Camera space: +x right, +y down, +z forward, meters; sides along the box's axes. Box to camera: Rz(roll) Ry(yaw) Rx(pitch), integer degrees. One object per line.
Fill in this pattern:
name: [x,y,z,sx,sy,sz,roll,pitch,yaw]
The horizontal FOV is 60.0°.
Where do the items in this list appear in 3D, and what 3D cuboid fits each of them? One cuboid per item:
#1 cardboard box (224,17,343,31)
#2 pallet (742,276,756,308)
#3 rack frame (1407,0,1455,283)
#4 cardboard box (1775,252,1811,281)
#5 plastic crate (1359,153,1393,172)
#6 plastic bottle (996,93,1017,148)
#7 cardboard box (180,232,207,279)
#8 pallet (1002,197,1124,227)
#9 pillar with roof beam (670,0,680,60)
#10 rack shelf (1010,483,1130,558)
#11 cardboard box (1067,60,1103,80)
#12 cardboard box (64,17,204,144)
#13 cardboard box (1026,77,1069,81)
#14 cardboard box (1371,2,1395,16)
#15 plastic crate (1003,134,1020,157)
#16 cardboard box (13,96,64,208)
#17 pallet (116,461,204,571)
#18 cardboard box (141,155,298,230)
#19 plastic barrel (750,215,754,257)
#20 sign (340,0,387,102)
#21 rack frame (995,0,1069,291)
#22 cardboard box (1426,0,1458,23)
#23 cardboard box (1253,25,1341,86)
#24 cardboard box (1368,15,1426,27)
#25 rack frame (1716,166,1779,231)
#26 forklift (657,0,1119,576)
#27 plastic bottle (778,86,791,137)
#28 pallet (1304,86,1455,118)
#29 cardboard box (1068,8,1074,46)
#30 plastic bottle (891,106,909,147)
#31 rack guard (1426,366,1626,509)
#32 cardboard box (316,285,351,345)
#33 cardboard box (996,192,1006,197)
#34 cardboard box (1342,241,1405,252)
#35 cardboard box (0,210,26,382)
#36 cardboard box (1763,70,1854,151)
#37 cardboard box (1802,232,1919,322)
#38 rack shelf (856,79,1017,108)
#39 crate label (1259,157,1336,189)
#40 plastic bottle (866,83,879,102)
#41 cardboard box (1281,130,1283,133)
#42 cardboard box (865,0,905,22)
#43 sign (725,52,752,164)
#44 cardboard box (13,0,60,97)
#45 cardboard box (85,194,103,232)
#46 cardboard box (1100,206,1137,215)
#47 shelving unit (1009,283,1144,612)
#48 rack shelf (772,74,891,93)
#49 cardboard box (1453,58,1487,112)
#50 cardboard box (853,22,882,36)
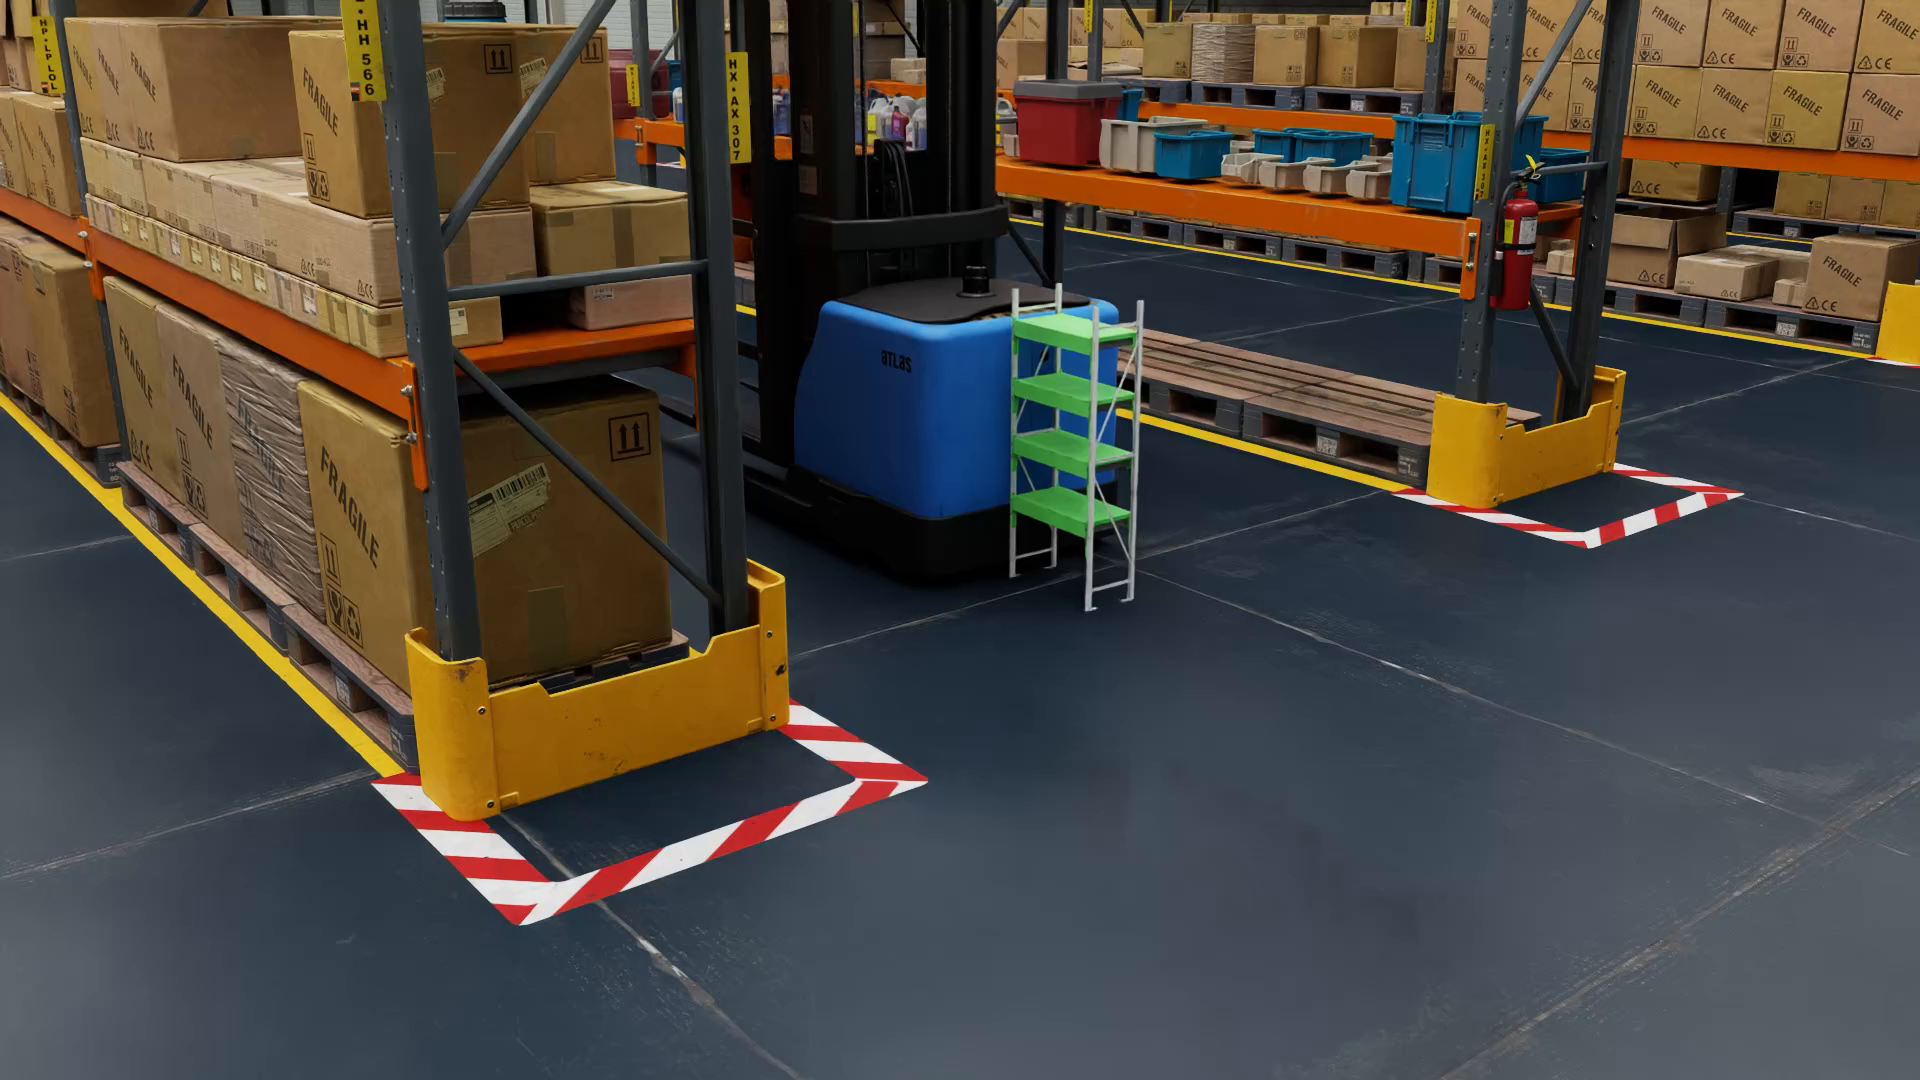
cardboard box: [-2.801,-1.979,7.139,0.500,0.500,0.500,-14,23,-36]
pallet: [-0.929,-1.880,12.704,1.003,0.211,1.213,-14,23,-36]
rack frame: [4.164,-3.671,13.676,1.000,3.000,0.127,-14,23,-36]
cardboard box: [6.222,-1.901,12.006,0.500,0.250,0.500,-14,23,-36]
plastic crate: [2.312,-2.010,8.984,0.250,0.136,0.298,-14,23,-36]
plastic bottle: [0.289,-2.841,11.250,0.144,0.351,0.185,-14,23,-36]
cardboard box: [-2.712,-1.097,6.304,0.380,0.149,0.250,-15,23,-38]
pallet: [1.200,-3.543,17.726,1.003,0.211,1.213,-14,23,-36]
pillar with roof beam: [-9.119,-12.556,30.967,9.100,9.000,0.400,-14,23,-36]
rack shelf: [0.449,-0.084,6.675,0.258,0.148,0.480,-13,22,-34]
cardboard box: [1.277,-4.872,17.446,0.500,0.311,0.500,-14,23,-37]
cardboard box: [-3.507,-1.996,7.191,0.500,0.500,0.500,-14,23,-36]
cardboard box: [0.905,-4.705,17.198,0.380,0.149,0.250,-14,23,-36]
cardboard box: [5.112,-6.344,19.858,0.250,0.149,0.380,16,24,39]
plastic crate: [0.456,-2.465,10.360,0.396,0.136,0.243,-14,23,-36]
cardboard box: [-4.410,-1.971,8.383,0.500,0.500,0.500,-13,22,-34]
pallet: [-3.193,-0.212,7.666,1.003,0.211,1.213,-14,23,-36]
cardboard box: [-2.887,-1.391,6.557,0.500,0.250,0.500,-13,23,-35]
plastic barrel: [-1.467,-2.470,13.339,0.421,0.512,0.421,0,18,0]
sign: [-1.554,-1.312,4.334,0.100,0.325,0.005,-14,23,-36]
rack frame: [0.279,-2.705,10.759,1.000,3.000,0.127,-14,23,-36]
cardboard box: [5.659,-6.009,18.880,0.500,0.250,0.500,-13,23,-35]
cardboard box: [3.019,-4.341,14.872,0.500,0.500,0.700,13,23,35]
cardboard box: [5.261,-5.994,19.834,0.500,0.500,0.700,17,25,42]
rack frame: [8.045,-4.638,16.598,1.000,3.000,0.127,-14,23,-36]
forklift: [-0.587,-1.647,7.674,1.130,2.935,3.031,-13,22,-34]
plastic bottle: [-1.233,-3.115,12.078,0.144,0.351,0.185,-14,23,-36]
pallet: [3.753,-3.798,14.365,1.003,0.211,1.213,-14,23,-36]
cardboard box: [1.600,-7.336,23.759,0.500,0.500,0.500,-13,22,-34]
plastic bottle: [-0.399,-2.731,11.025,0.061,0.283,0.133,-14,23,-36]
rack guard: [2.787,-0.529,8.165,1.175,0.500,0.348,-14,23,-36]
cardboard box: [-1.762,-0.720,5.166,0.380,0.149,0.250,-14,23,-36]
cardboard box: [0.530,-3.883,18.024,0.500,0.250,0.500,-13,23,-35]
cardboard box: [3.633,-2.758,14.198,0.500,0.500,0.500,-14,23,-36]
cardboard box: [-5.128,-1.519,9.890,1.225,0.875,0.875,-14,23,-36]
cardboard box: [5.831,-2.917,11.240,0.500,0.500,0.500,-14,23,-36]
cardboard box: [6.117,-1.793,11.282,0.500,0.500,0.500,-14,23,-36]
rack shelf: [0.438,-4.808,18.254,1.077,0.370,4.000,-14,23,-36]
crate label: [1.753,-1.926,8.731,0.396,0.136,0.243,-14,23,-36]
plastic bottle: [-0.646,-3.243,12.463,0.144,0.351,0.185,-14,23,-36]
cardboard box: [4.514,-5.080,21.209,0.700,0.500,0.500,-14,23,-36]
cardboard box: [-1.084,-6.413,19.736,0.700,0.500,0.500,-14,23,-36]
sign: [-0.682,-1.308,5.037,0.100,0.325,0.005,-14,23,-36]
cardboard box: [-4.424,-2.589,8.654,0.797,0.503,0.637,-14,23,-36]
cardboard box: [-3.681,-1.481,7.463,0.380,0.149,0.250,-14,23,-36]
cardboard box: [1.739,-3.510,16.469,0.500,0.500,0.500,-13,22,-34]
shelving unit: [0.449,-0.373,6.579,0.258,1.200,0.503,-13,22,-34]
rack shelf: [-2.045,-5.793,21.230,1.077,0.370,4.000,-14,23,-36]
cardboard box: [4.267,-3.539,13.120,0.500,0.500,0.500,-13,22,-35]
cardboard box: [-1.140,-6.022,19.587,0.380,0.149,0.250,-14,23,-36]
